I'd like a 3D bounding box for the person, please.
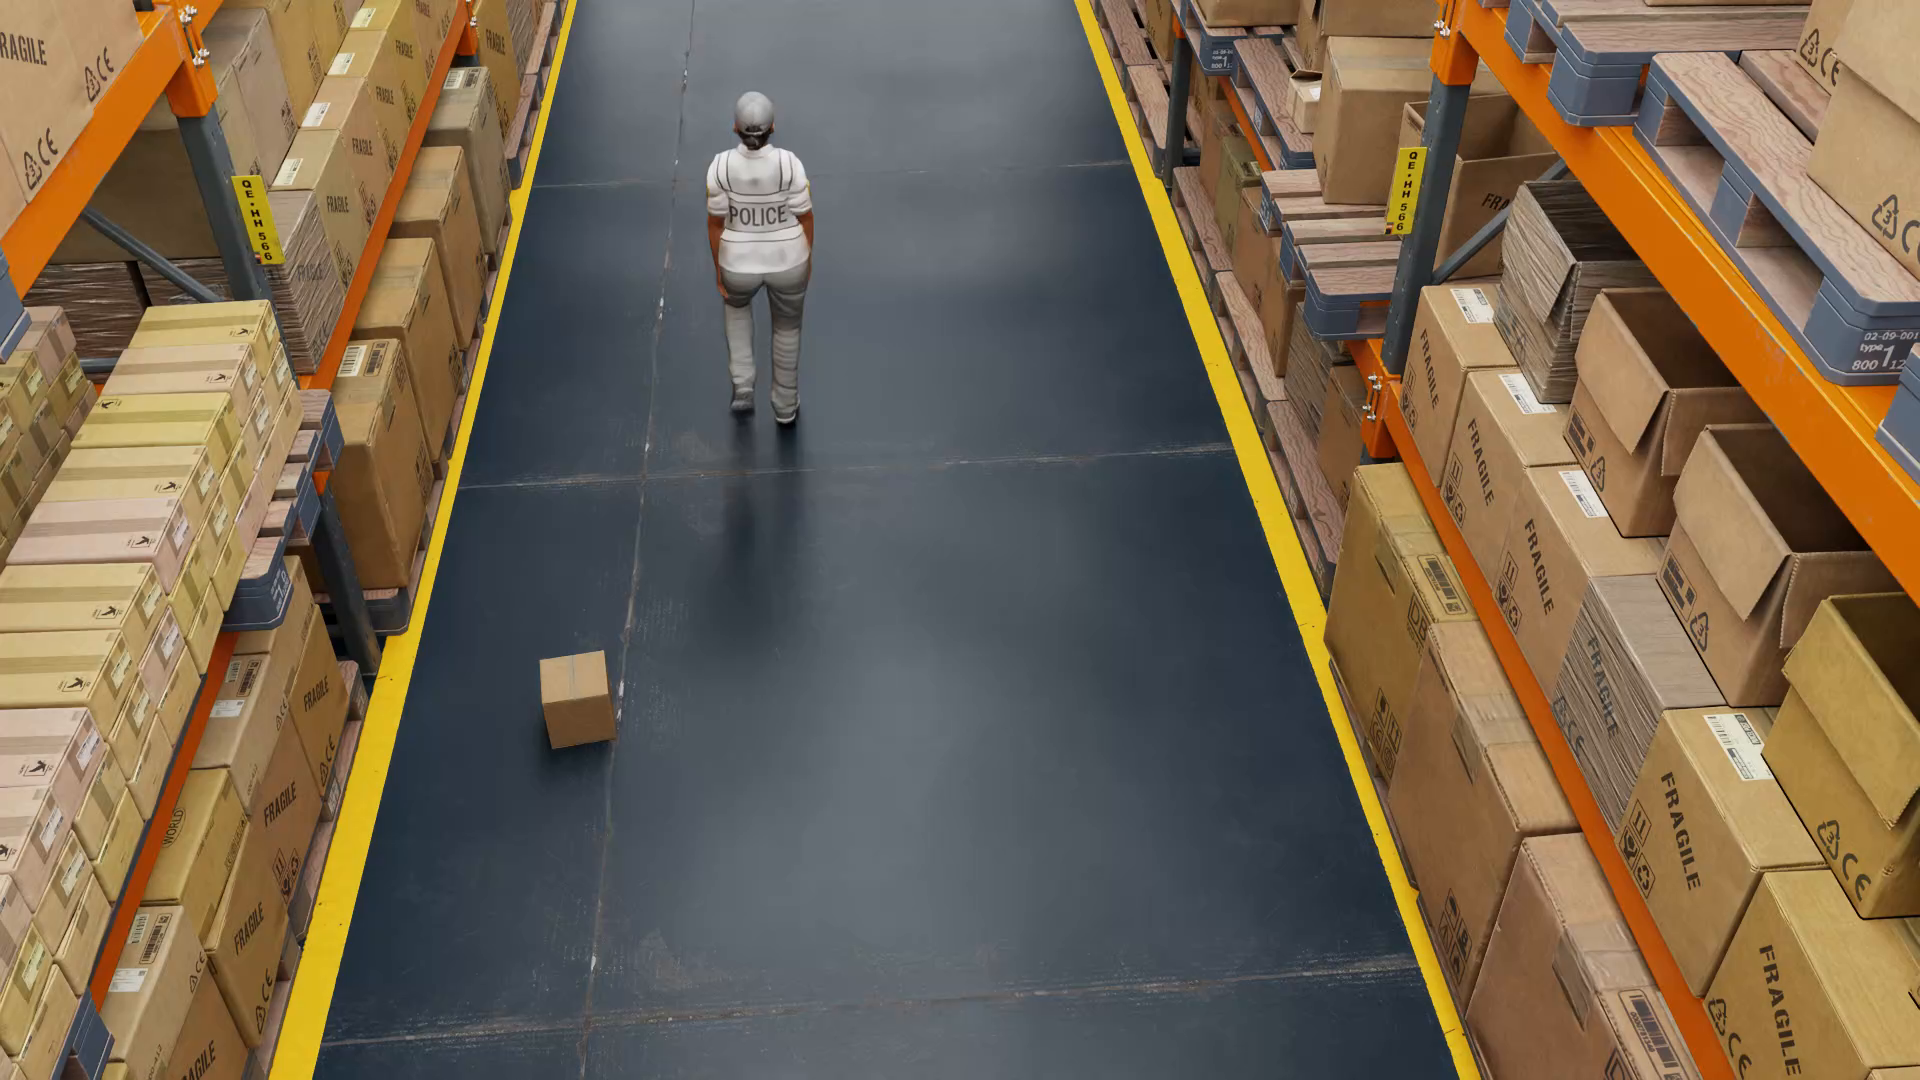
[{"bbox_3d":[-0.904,-1.302,7.724,0.479,1.687,0.457,-1,39,-1],"label":"person"}]
